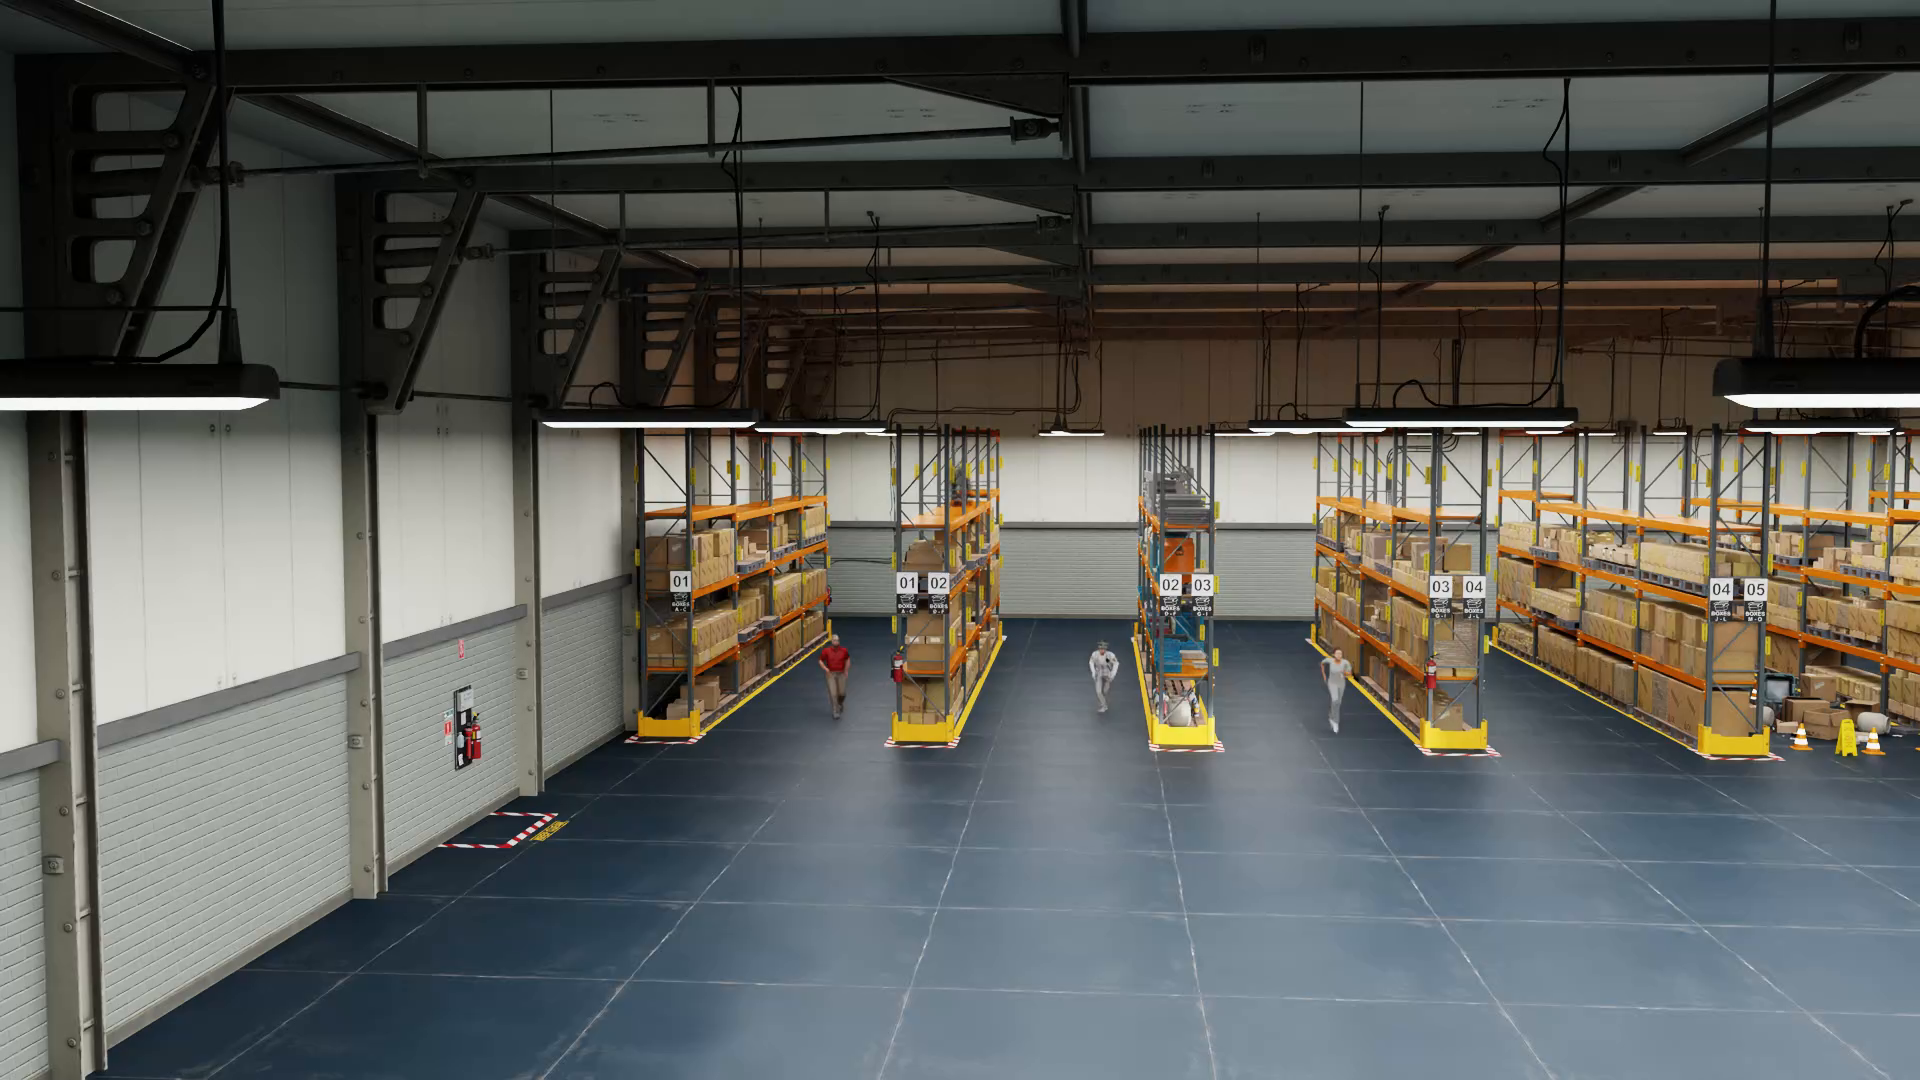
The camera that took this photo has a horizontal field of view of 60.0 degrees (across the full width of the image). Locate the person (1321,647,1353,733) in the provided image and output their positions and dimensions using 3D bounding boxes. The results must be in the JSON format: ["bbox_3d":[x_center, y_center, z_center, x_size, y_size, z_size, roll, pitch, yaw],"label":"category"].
[{"bbox_3d":[7.404,2.922,32.764,0.562,1.649,0.924,0,3,-1],"label":"person"}]

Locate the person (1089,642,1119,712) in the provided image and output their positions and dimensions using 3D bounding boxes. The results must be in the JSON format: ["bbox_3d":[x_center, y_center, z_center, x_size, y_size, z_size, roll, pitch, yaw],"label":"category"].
[{"bbox_3d":[3.041,2.861,35.014,0.626,1.511,0.963,1,4,10],"label":"person"}]

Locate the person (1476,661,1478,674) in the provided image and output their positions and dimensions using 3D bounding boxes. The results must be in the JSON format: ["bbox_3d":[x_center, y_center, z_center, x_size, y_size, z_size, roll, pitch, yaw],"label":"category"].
[{"bbox_3d":[12.237,2.507,39.544,0.562,1.618,0.562,0,3,4],"label":"person"}]

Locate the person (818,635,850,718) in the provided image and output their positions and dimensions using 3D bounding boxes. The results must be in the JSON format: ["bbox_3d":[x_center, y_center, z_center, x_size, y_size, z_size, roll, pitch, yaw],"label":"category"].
[{"bbox_3d":[-2.572,2.801,34.185,0.667,1.692,0.600,-1,4,-11],"label":"person"}]
